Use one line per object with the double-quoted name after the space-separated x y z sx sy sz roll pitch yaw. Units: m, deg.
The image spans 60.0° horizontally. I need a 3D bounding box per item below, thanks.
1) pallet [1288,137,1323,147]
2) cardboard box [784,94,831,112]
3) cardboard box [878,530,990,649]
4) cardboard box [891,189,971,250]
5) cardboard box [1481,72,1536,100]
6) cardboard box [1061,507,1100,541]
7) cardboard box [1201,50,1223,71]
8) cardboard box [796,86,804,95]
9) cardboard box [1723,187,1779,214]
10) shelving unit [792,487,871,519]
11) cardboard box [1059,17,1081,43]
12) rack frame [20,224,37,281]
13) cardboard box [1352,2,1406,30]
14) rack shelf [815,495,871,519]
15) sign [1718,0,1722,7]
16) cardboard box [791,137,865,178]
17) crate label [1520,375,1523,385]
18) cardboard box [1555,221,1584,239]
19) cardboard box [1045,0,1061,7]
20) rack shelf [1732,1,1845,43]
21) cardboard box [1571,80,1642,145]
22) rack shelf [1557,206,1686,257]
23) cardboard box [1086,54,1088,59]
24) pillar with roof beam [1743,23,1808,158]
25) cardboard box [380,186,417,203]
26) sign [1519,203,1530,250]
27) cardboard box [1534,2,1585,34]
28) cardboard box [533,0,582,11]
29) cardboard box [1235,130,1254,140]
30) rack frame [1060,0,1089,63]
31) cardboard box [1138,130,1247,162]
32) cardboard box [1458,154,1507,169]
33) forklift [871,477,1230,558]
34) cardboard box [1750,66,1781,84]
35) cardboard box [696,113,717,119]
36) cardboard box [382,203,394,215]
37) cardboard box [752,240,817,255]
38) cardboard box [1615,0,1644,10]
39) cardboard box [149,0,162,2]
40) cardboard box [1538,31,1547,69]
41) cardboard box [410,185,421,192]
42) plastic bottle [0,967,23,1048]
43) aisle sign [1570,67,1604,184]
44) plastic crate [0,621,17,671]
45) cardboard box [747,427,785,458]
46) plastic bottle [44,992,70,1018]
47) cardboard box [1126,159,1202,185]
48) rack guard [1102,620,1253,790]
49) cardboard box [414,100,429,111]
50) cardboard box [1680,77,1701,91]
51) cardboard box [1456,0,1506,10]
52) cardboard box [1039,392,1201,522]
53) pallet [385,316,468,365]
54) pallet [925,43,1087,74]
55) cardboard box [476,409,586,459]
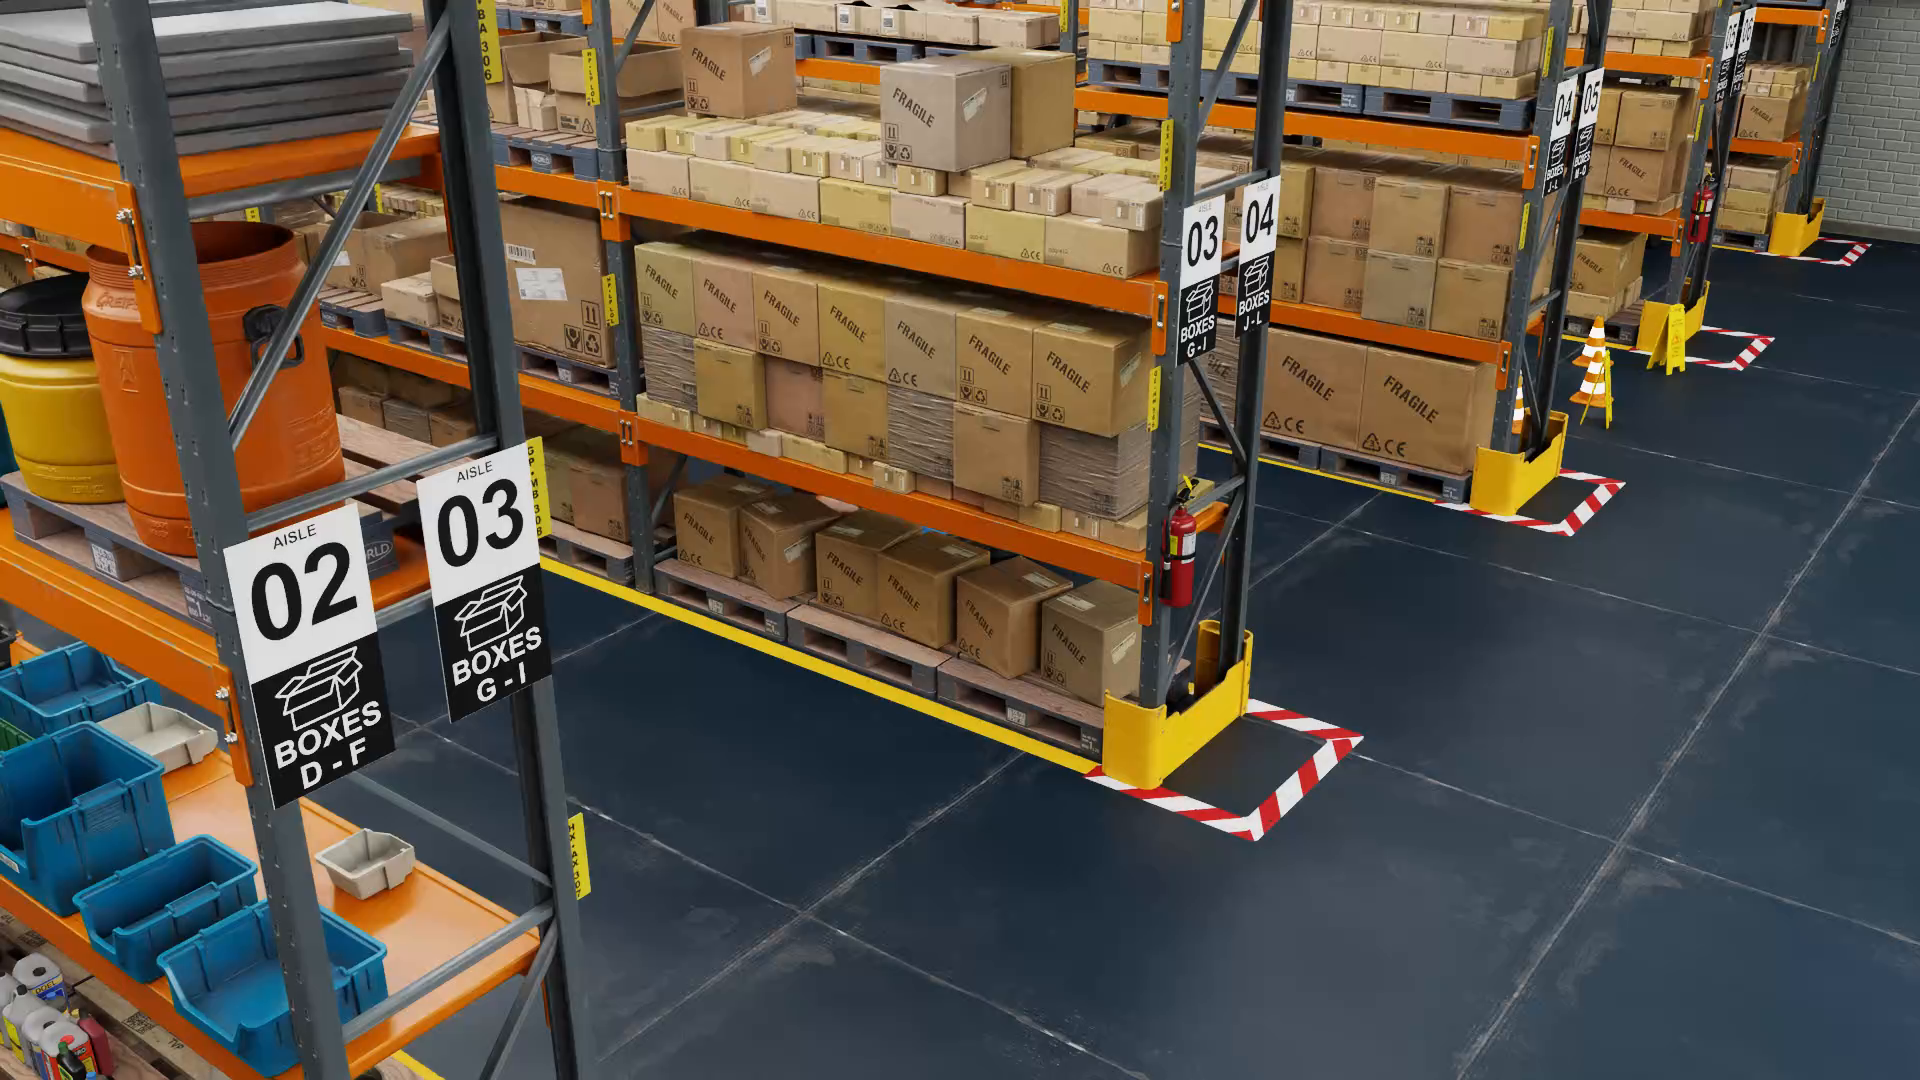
3.535 -4.509 19.001 1.213 0.211 1.003 17 29 33 "pallet"
-1.676 -4.102 16.476 0.500 0.500 0.700 17 29 33 "cardboard box"
-0.162 0.304 10.419 0.500 0.500 0.500 20 31 38 "cardboard box"
-0.028 -1.786 9.048 0.500 0.250 0.500 18 29 34 "cardboard box"
3.903 -3.243 11.837 0.250 0.149 0.380 17 29 33 "cardboard box"
0.765 -0.148 9.178 0.250 0.149 0.380 17 29 33 "cardboard box"
2.074 -3.796 13.092 0.250 0.149 0.380 16 29 32 "cardboard box"
-2.148 -6.039 22.423 0.500 0.250 0.500 16 28 32 "cardboard box"
9.657 -4.180 20.285 0.500 0.250 0.500 16 29 33 "cardboard box"
-0.823 -0.244 11.367 0.503 1.200 0.258 5 39 26 "shelving unit"
0.838 -4.519 14.588 0.396 0.266 0.258 16 29 32 "cardboard box"
-8.286 -3.102 15.571 0.127 3.000 1.000 17 29 33 "rack frame"
3.088 -3.855 12.236 0.250 0.149 0.380 17 29 34 "cardboard box"
-0.809 -0.191 11.405 0.480 0.148 0.258 5 39 26 "rack shelf"
6.911 -5.001 15.063 0.005 0.325 0.100 17 29 33 "sign"
-0.743 -2.173 9.433 0.250 0.149 0.380 16 28 32 "cardboard box"
5.082 -1.505 15.497 0.298 0.136 0.250 3 24 6 "crate label"
6.129 -3.148 16.830 0.250 0.149 0.380 18 29 35 "cardboard box"
1.213 -6.451 19.617 0.258 0.266 0.396 17 29 33 "cardboard box"
8.634 -6.527 20.516 4.000 0.370 1.077 17 29 33 "rack shelf"
6.320 -4.215 16.363 0.500 0.500 0.700 17 29 34 "cardboard box"
5.660 -3.552 17.484 4.000 0.370 1.077 17 29 33 "rack shelf"
1.389 -5.686 20.421 0.500 0.500 0.500 16 28 32 "cardboard box"
7.636 -6.816 16.558 0.400 9.000 9.100 17 29 33 "pillar with roof beam"
-6.892 -4.227 20.401 0.250 0.149 0.380 17 29 33 "cardboard box"
4.036 -2.243 11.890 0.005 0.325 0.100 17 29 33 "sign"
5.869 -5.121 16.249 0.500 0.250 0.500 18 29 35 "cardboard box"
-4.073 -5.874 17.493 0.637 0.503 0.797 16 29 33 "cardboard box"
3.282 -4.547 18.641 0.250 0.149 0.380 16 28 32 "cardboard box"
1.171 -5.489 13.547 0.127 3.000 1.000 17 29 33 "rack frame"
1.956 -3.111 14.064 0.550 0.550 0.875 17 29 33 "cardboard box"
5.470 -3.995 17.105 0.500 0.500 0.500 17 29 34 "cardboard box"
0.566 -1.450 11.906 3.031 2.935 1.130 -11 26 -23 "forklift"
9.605 -5.547 19.822 0.250 0.149 0.380 17 29 33 "cardboard box"
-1.451 -2.669 10.558 0.250 0.149 0.380 18 29 35 "cardboard box"
-6.870 -4.093 20.466 0.250 0.149 0.380 18 30 36 "cardboard box"
-0.958 -1.667 10.579 0.500 0.500 0.500 17 29 33 "cardboard box"
6.414 -5.137 15.792 0.250 0.149 0.380 16 29 33 "cardboard box"
-6.360 -4.050 13.357 0.500 0.500 0.500 19 30 36 "cardboard box"
4.140 -3.654 12.275 0.500 0.250 0.500 17 29 33 "cardboard box"
-6.617 -4.374 20.735 0.250 0.149 0.380 17 29 34 "cardboard box"
-3.966 1.919 6.915 0.185 0.351 0.144 17 29 33 "plastic bottle"
4.609 -3.046 12.218 0.004 0.787 0.394 17 29 33 "aisle sign"
-4.512 0.626 7.185 0.504 0.338 0.767 17 29 33 "plastic crate"
-1.103 -0.656 10.331 0.250 0.149 0.380 17 29 33 "cardboard box"
-3.780 1.982 6.955 0.097 0.201 0.097 0 24 0 "plastic bottle"
1.086 -1.922 8.863 0.250 0.149 0.380 18 29 34 "cardboard box"
1.256 0.925 9.530 0.348 0.500 1.175 17 29 33 "rack guard"
-4.034 -2.998 11.799 0.500 0.250 0.500 18 29 34 "cardboard box"
8.962 -5.584 20.274 0.250 0.149 0.380 16 28 32 "cardboard box"
3.891 -3.943 12.436 0.250 0.149 0.380 16 29 33 "cardboard box"
0.893 -0.524 9.226 0.500 0.500 0.875 17 29 33 "cardboard box"
-3.476 -1.582 12.358 1.213 0.211 1.003 17 29 33 "pallet"
0.408 -4.234 14.657 1.217 0.209 0.805 16 28 31 "pallet"
-3.181 -0.637 12.530 0.500 0.500 0.700 14 27 29 "cardboard box"
